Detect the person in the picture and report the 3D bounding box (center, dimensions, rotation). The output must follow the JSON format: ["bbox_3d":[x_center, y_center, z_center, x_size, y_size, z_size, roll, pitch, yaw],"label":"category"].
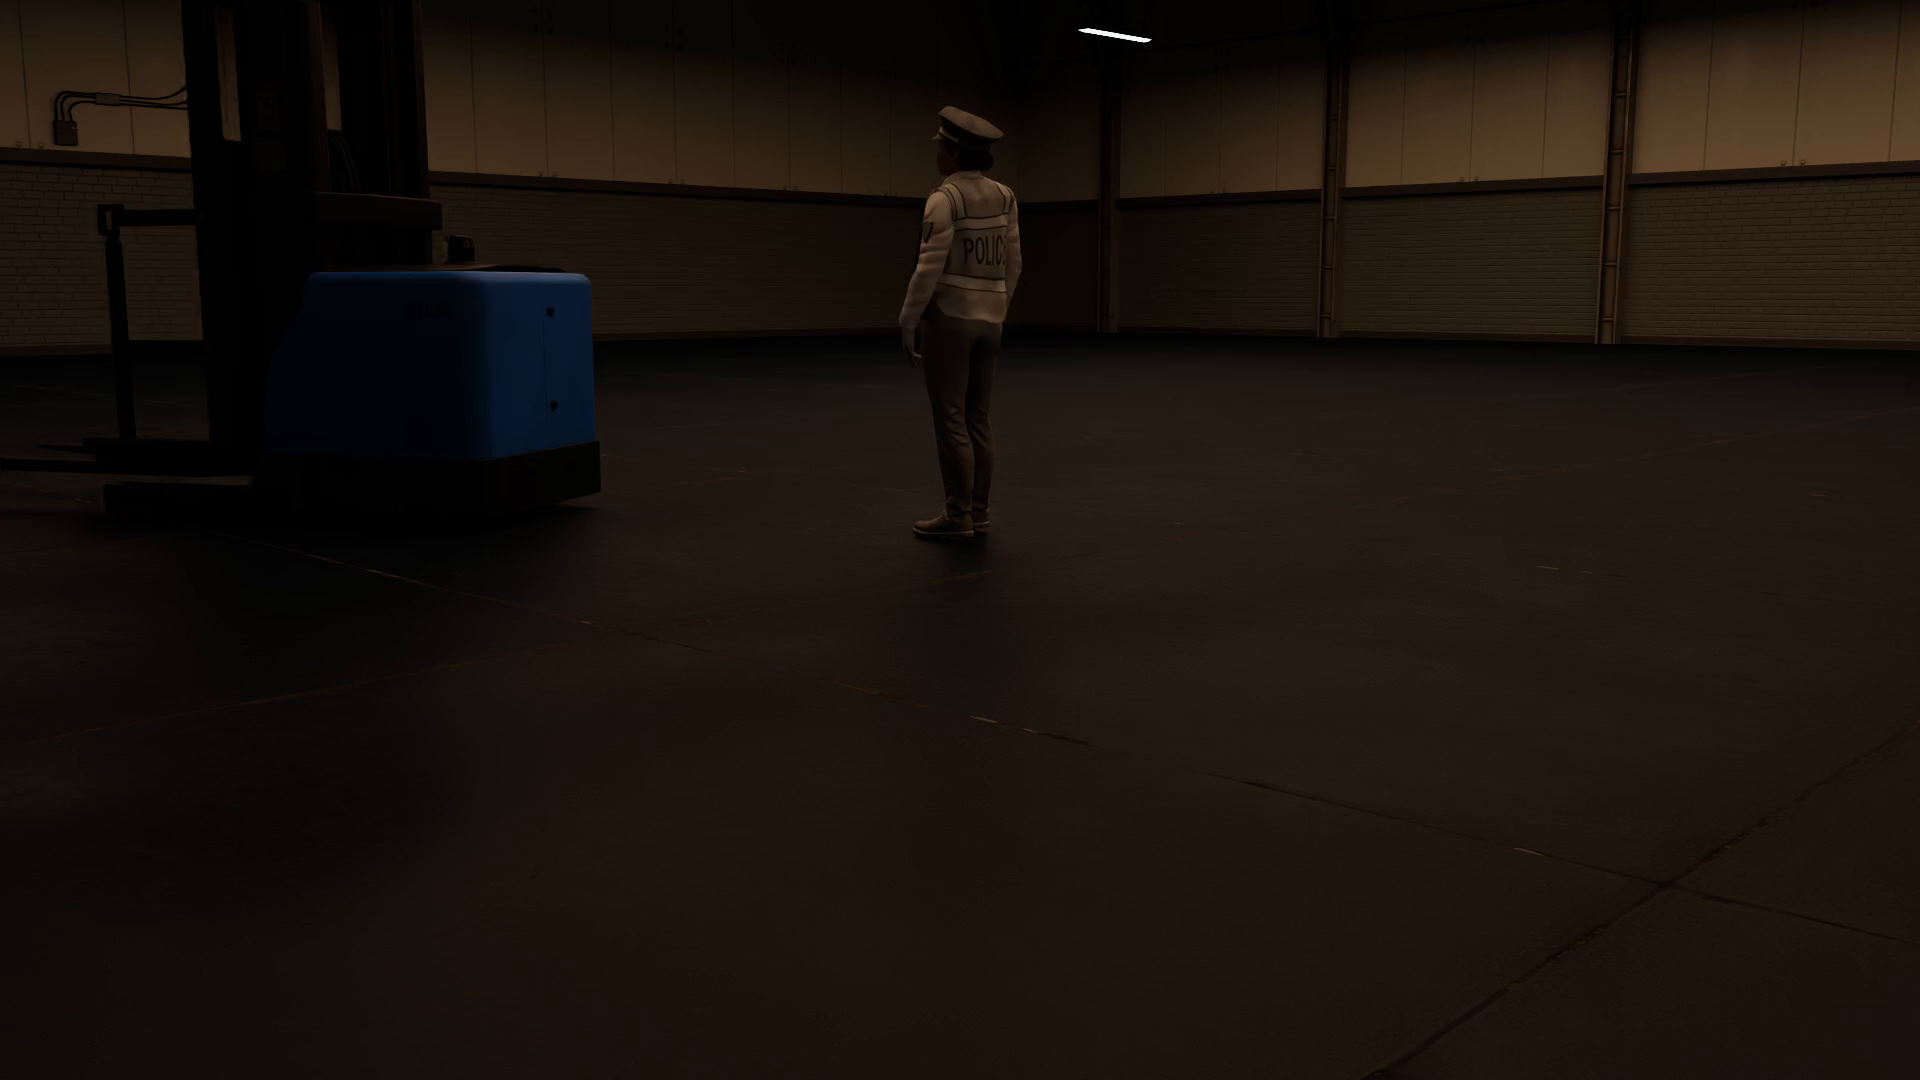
[{"bbox_3d":[-0.044,-0.853,6.641,0.534,1.696,0.587,8,12,43],"label":"person"}]

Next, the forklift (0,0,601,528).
[{"bbox_3d":[-3.244,-1.600,7.497,3.031,2.935,1.130,2,9,16],"label":"forklift"}]
